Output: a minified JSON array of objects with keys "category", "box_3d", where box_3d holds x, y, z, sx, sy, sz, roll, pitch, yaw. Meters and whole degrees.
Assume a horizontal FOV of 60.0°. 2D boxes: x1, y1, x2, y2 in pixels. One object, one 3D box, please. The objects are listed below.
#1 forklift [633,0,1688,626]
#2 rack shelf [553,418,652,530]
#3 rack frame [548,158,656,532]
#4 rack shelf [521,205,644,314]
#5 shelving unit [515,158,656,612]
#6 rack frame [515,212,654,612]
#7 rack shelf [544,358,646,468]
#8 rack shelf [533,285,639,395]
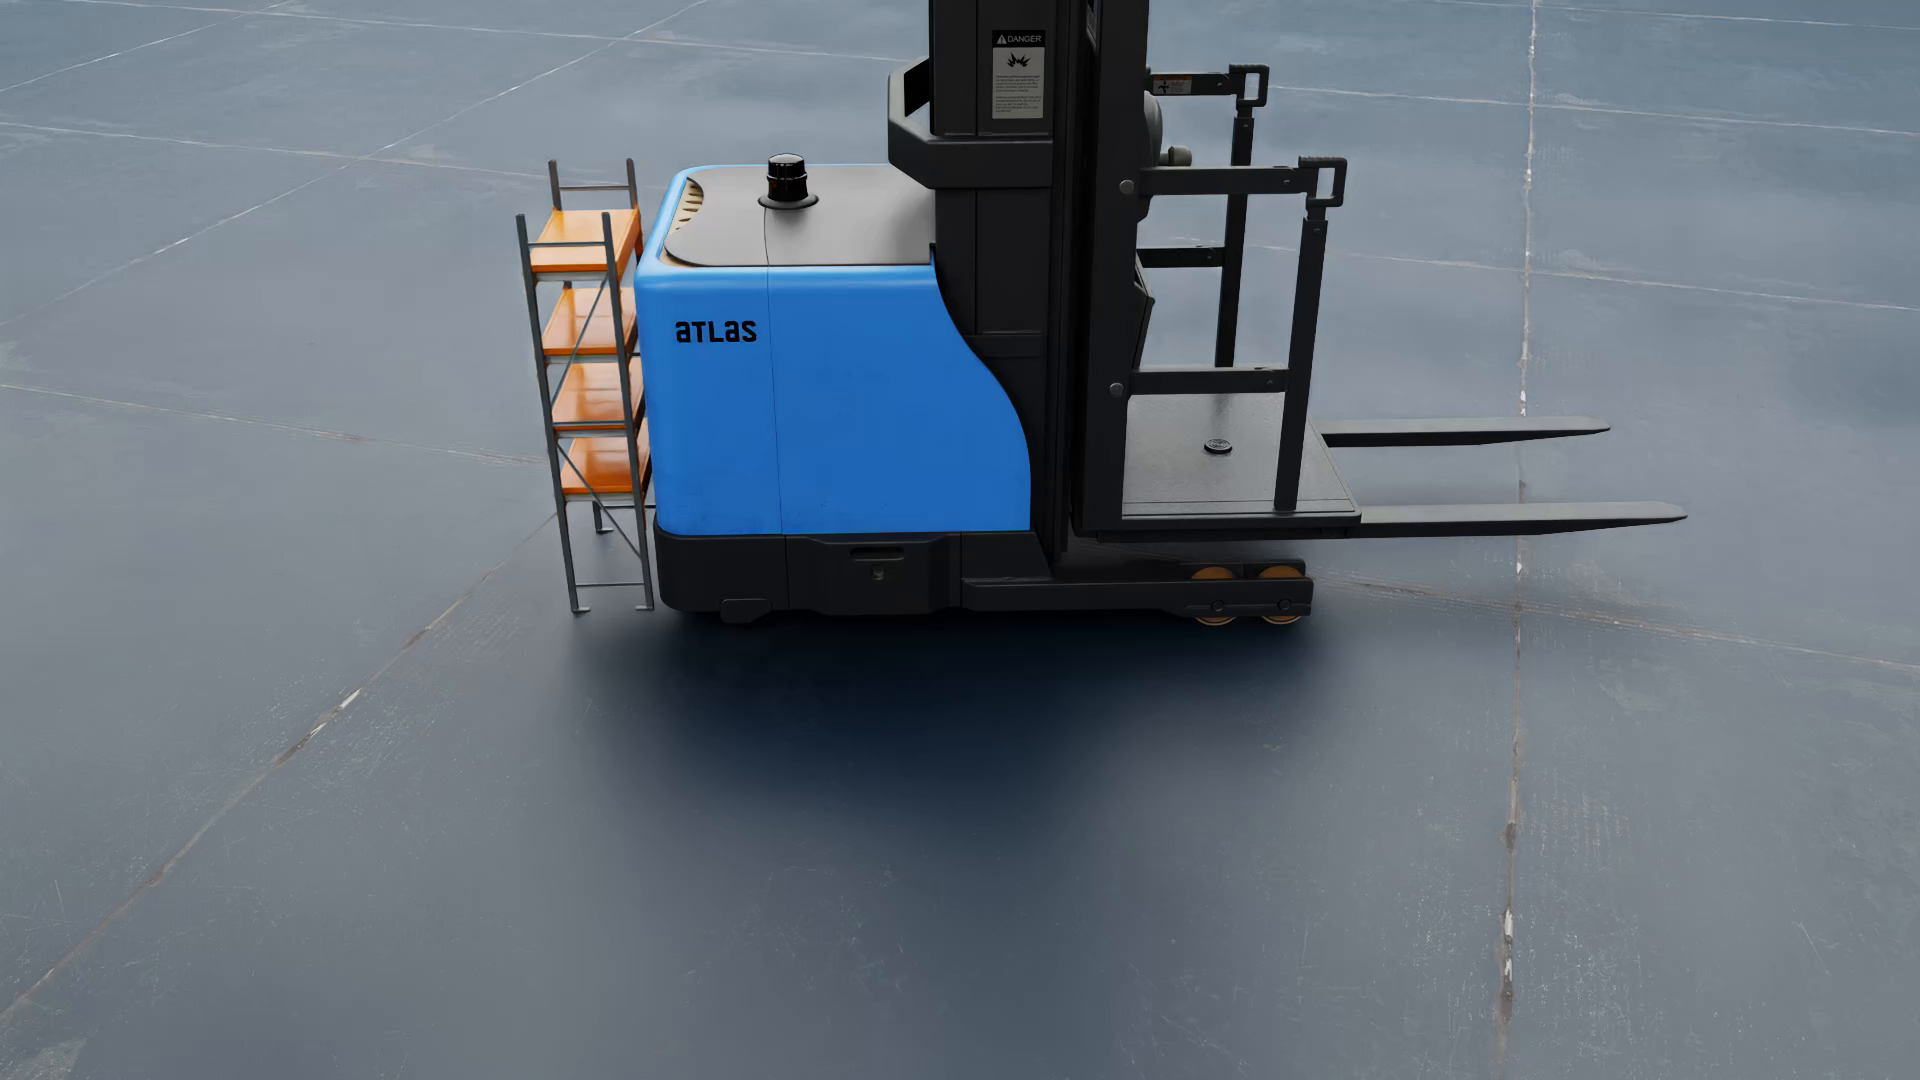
[{"category":"forklift","box_3d":[0.630,-1.292,4.557,3.031,2.935,1.130,-1,29,-2]},{"category":"rack shelf","box_3d":[-1.032,-0.206,4.930,0.258,0.148,0.480,-2,29,-2]},{"category":"rack frame","box_3d":[-1.044,-0.556,5.014,0.240,1.200,0.015,-2,29,-2]},{"category":"rack shelf","box_3d":[-1.036,-0.781,4.610,0.258,0.148,0.480,-2,29,-2]},{"category":"shelving unit","box_3d":[-1.033,-0.438,4.801,0.258,1.200,0.503,-2,29,-2]},{"category":"rack frame","box_3d":[-1.023,-0.319,4.588,0.240,1.200,0.015,-2,29,-2]},{"category":"rack shelf","box_3d":[-1.033,-0.379,4.834,0.258,0.148,0.480,-2,29,-2]},{"category":"rack shelf","box_3d":[-1.035,-0.575,4.725,0.258,0.148,0.480,-2,29,-2]}]
